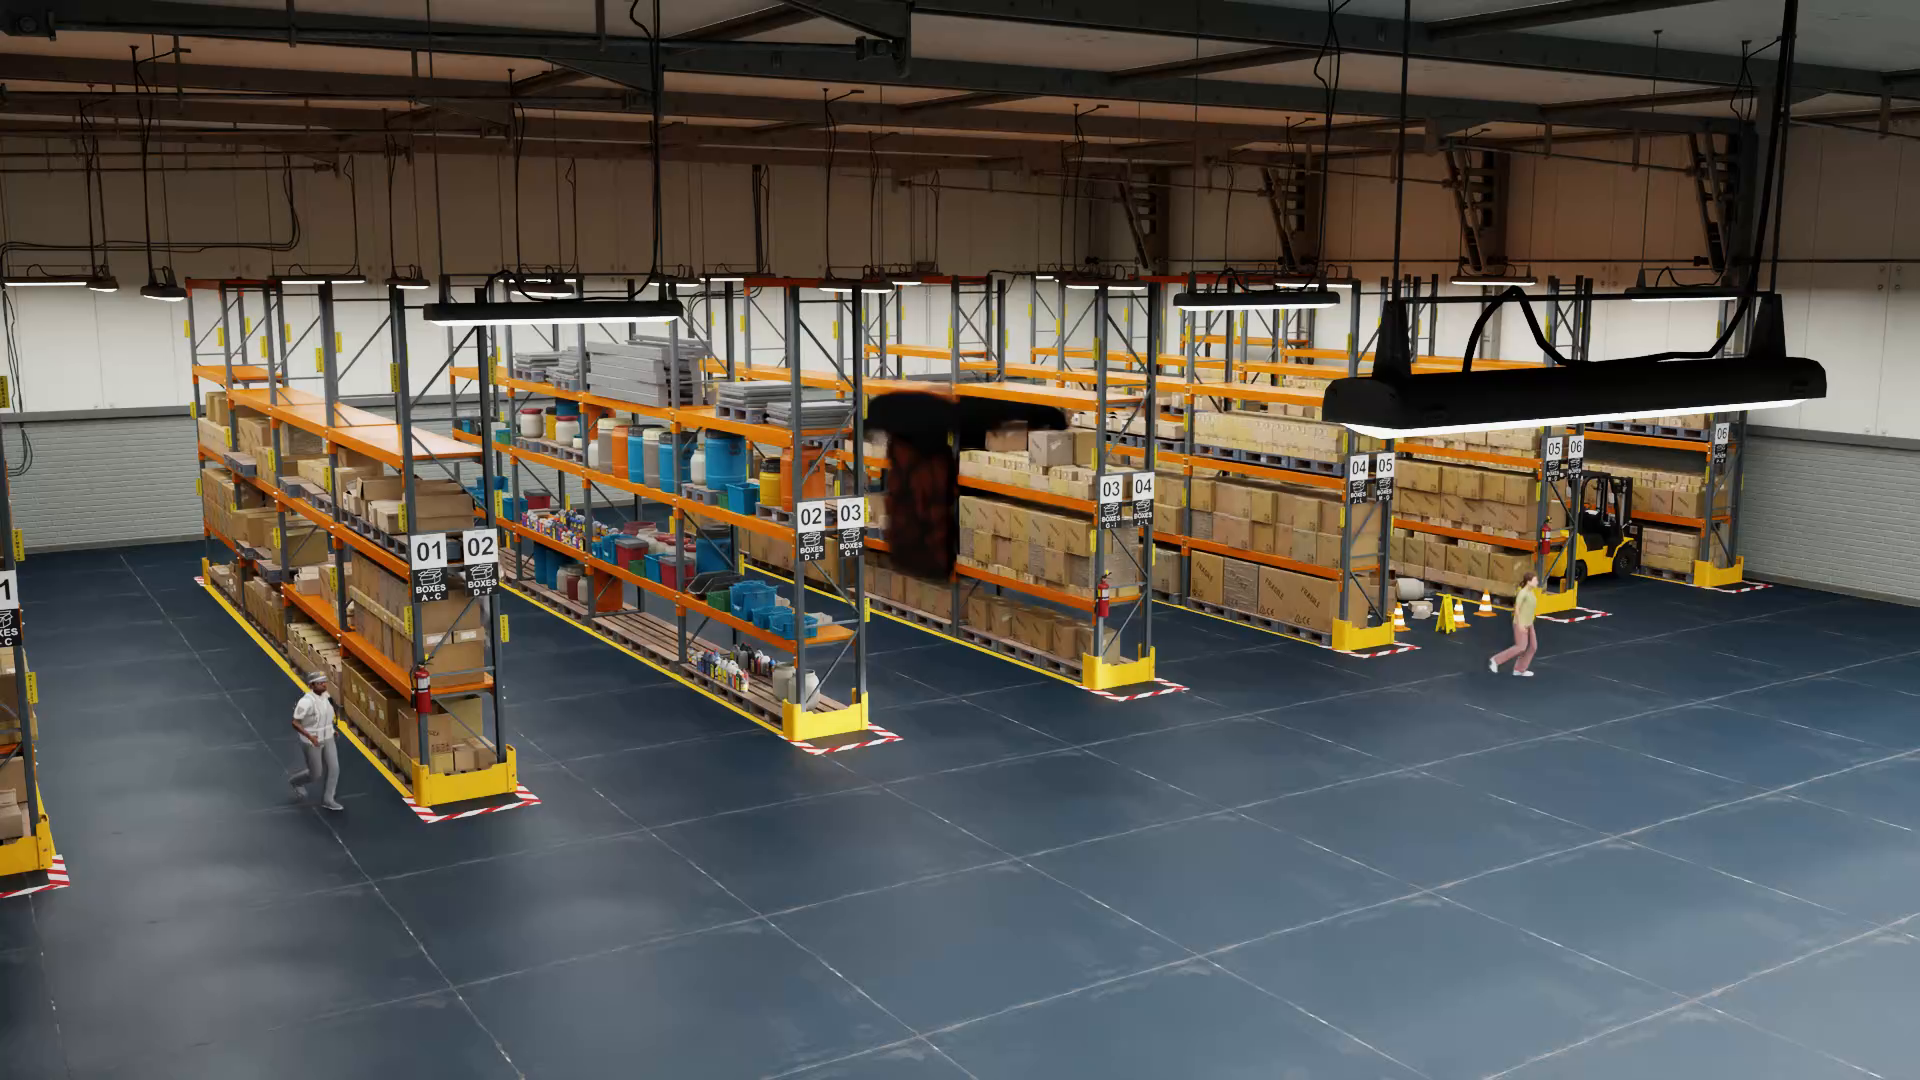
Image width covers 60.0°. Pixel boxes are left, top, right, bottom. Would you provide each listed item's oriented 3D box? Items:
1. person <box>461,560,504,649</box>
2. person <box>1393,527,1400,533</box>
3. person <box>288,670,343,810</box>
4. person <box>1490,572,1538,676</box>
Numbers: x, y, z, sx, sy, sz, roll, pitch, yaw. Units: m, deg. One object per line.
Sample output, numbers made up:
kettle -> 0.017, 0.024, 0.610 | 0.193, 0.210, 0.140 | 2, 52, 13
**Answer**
person -> -7.525, 0.852, 26.468 | 0.688, 1.754, 0.594 | 8, 13, 41
person -> 9.509, -0.500, 35.989 | 0.660, 1.671, 0.739 | -8, 13, -41
person -> -7.521, 2.308, 19.348 | 0.765, 1.649, 0.598 | 5, 11, 28
person -> 8.507, 1.287, 25.457 | 0.574, 1.608, 0.737 | 8, 12, 40
